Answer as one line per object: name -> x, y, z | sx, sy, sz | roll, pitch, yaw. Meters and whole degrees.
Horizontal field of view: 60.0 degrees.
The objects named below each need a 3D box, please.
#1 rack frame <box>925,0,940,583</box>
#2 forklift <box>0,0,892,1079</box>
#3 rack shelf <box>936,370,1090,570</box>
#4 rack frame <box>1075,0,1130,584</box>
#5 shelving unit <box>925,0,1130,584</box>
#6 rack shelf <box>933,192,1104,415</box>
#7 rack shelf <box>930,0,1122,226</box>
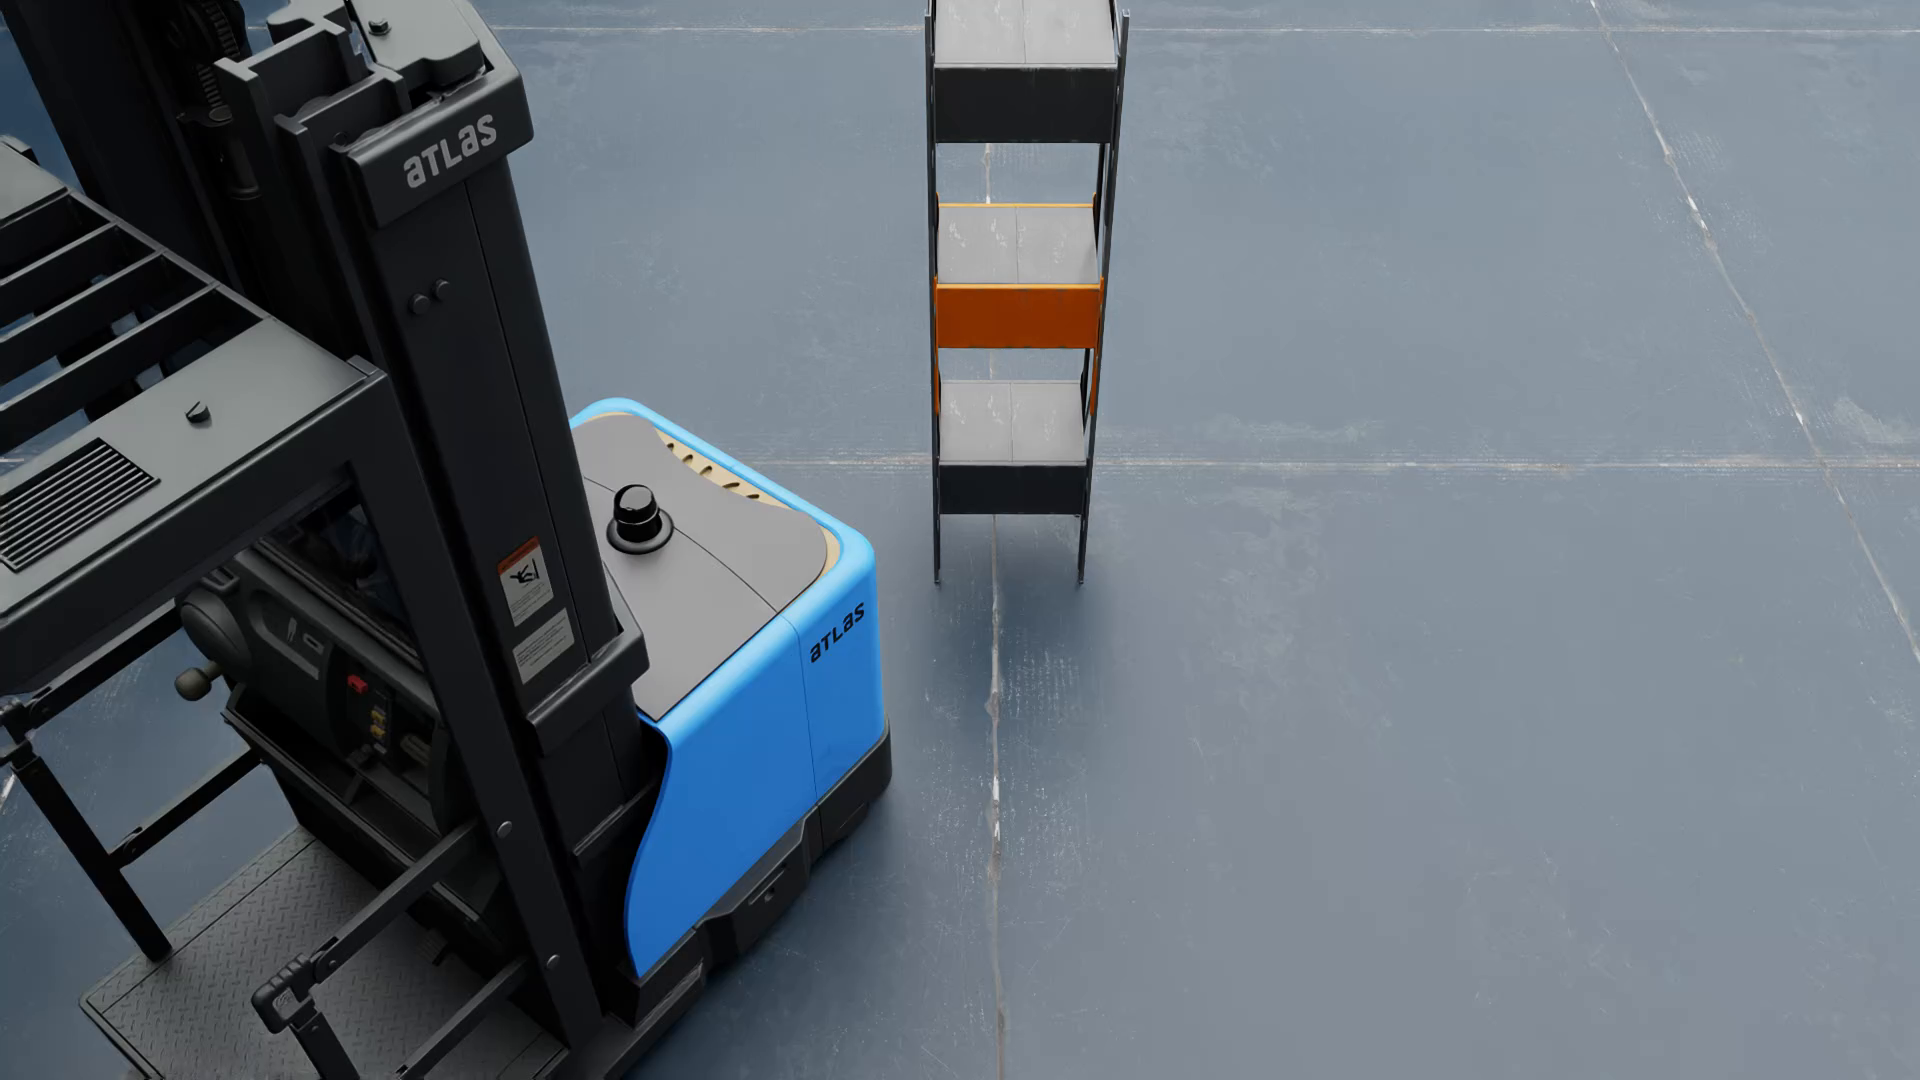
rack frame -> -0.078, -0.716, 4.982 | 0.015, 2.100, 0.400 | 0, 47, 0
forklift -> -1.507, 0.374, 3.400 | 1.130, 2.935, 3.031 | 30, 54, 25
rack shelf -> 0.166, -0.229, 5.503 | 0.480, 0.518, 0.431 | 0, 47, 0
rack frame -> 0.410, -0.714, 4.980 | 0.015, 2.100, 0.400 | 0, 47, 0
shelving unit -> 0.166, -0.715, 4.981 | 0.503, 2.100, 0.431 | 0, 47, 0
rack shelf -> 0.166, -0.706, 4.991 | 0.480, 0.518, 0.431 | 0, 47, 0
rack shelf -> 0.166, -1.183, 4.479 | 0.480, 0.518, 0.431 | 0, 47, 0
